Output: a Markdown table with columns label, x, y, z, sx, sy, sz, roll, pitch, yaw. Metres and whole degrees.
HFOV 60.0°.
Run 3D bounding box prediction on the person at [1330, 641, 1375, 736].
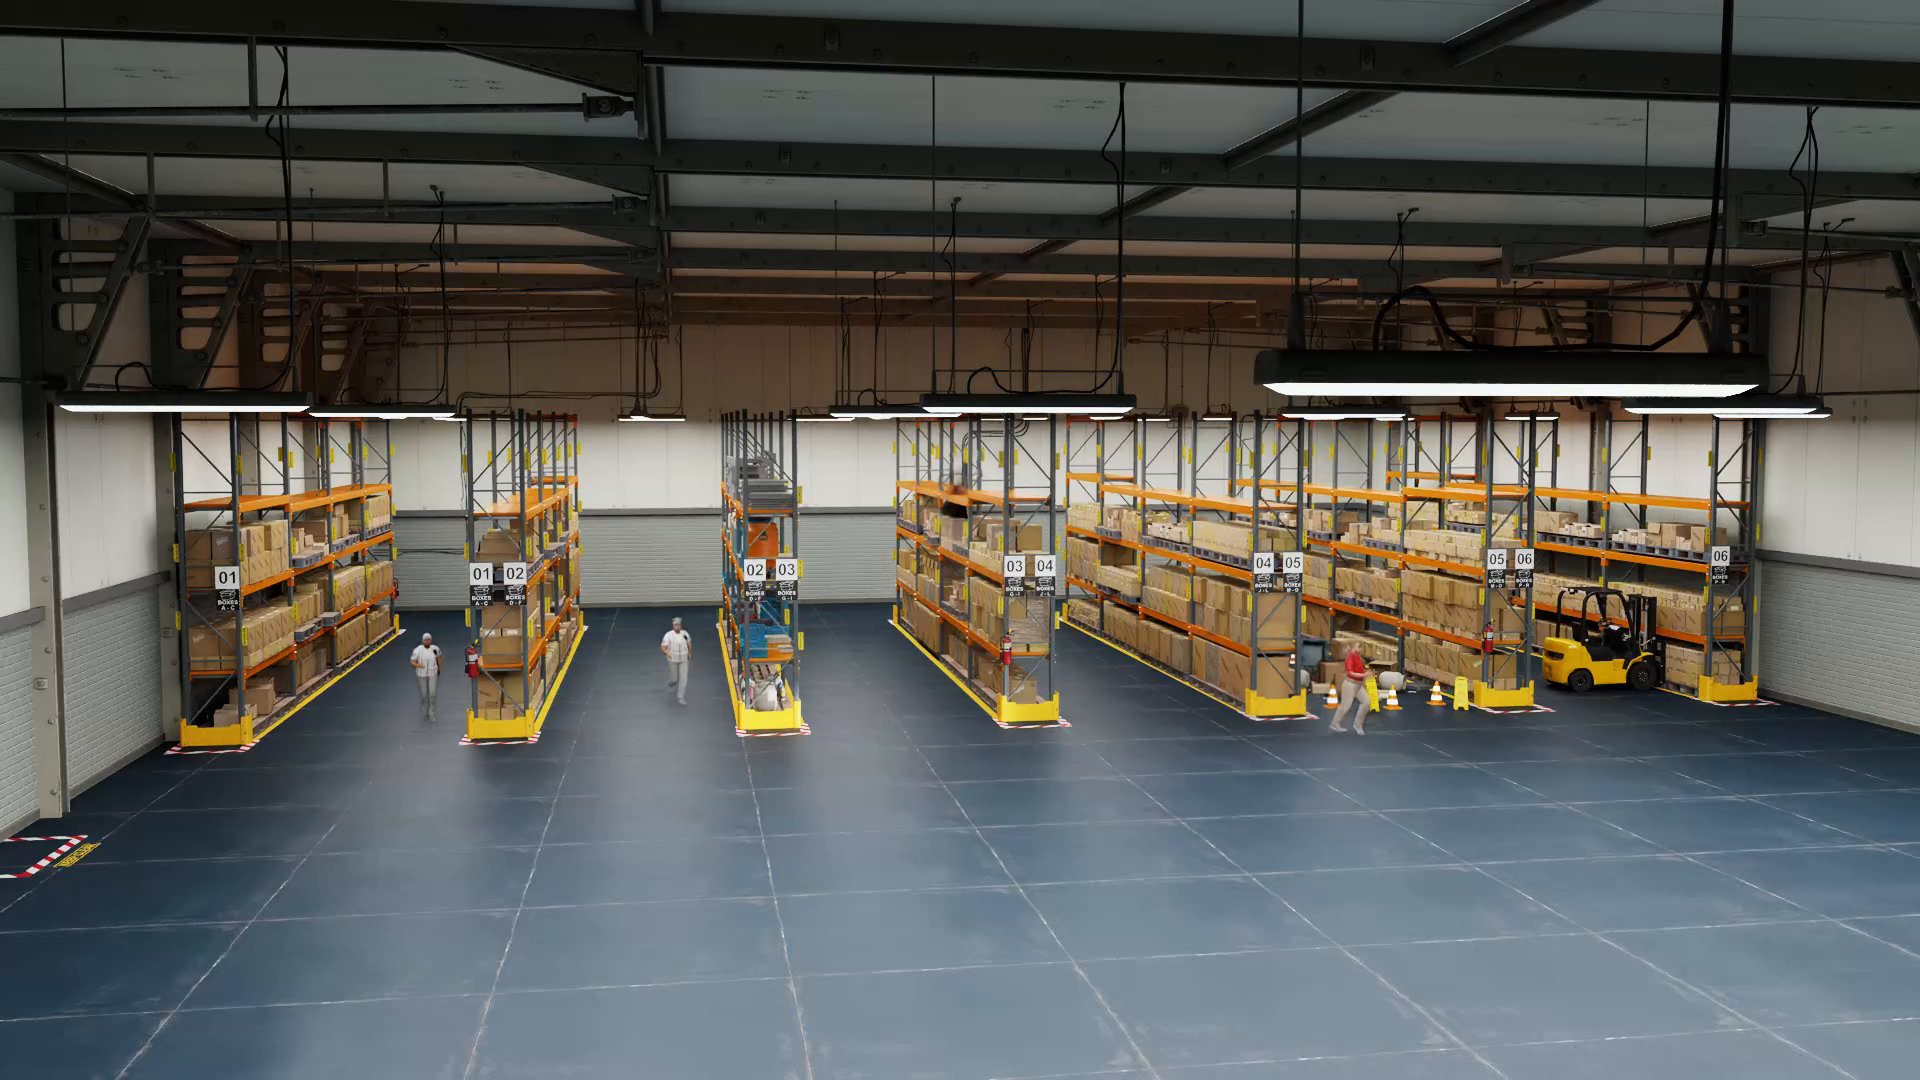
| label | x | y | z | sx | sy | sz | roll | pitch | yaw |
| --- | --- | --- | --- | --- | --- | --- | --- | --- | --- |
| person | 7.236 | 2.745 | 30.569 | 0.849 | 1.785 | 0.630 | 3 | 5 | 37 |

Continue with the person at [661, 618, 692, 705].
| label | x | y | z | sx | sy | sz | roll | pitch | yaw |
| --- | --- | --- | --- | --- | --- | --- | --- | --- | --- |
| person | -5.817 | 2.474 | 34.266 | 0.663 | 1.768 | 0.794 | -2 | 4 | -23 |

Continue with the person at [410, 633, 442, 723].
| label | x | y | z | sx | sy | sz | roll | pitch | yaw |
| --- | --- | --- | --- | --- | --- | --- | --- | --- | --- |
| person | -10.334 | 2.648 | 32.225 | 0.598 | 1.697 | 0.851 | -1 | 4 | -17 |
